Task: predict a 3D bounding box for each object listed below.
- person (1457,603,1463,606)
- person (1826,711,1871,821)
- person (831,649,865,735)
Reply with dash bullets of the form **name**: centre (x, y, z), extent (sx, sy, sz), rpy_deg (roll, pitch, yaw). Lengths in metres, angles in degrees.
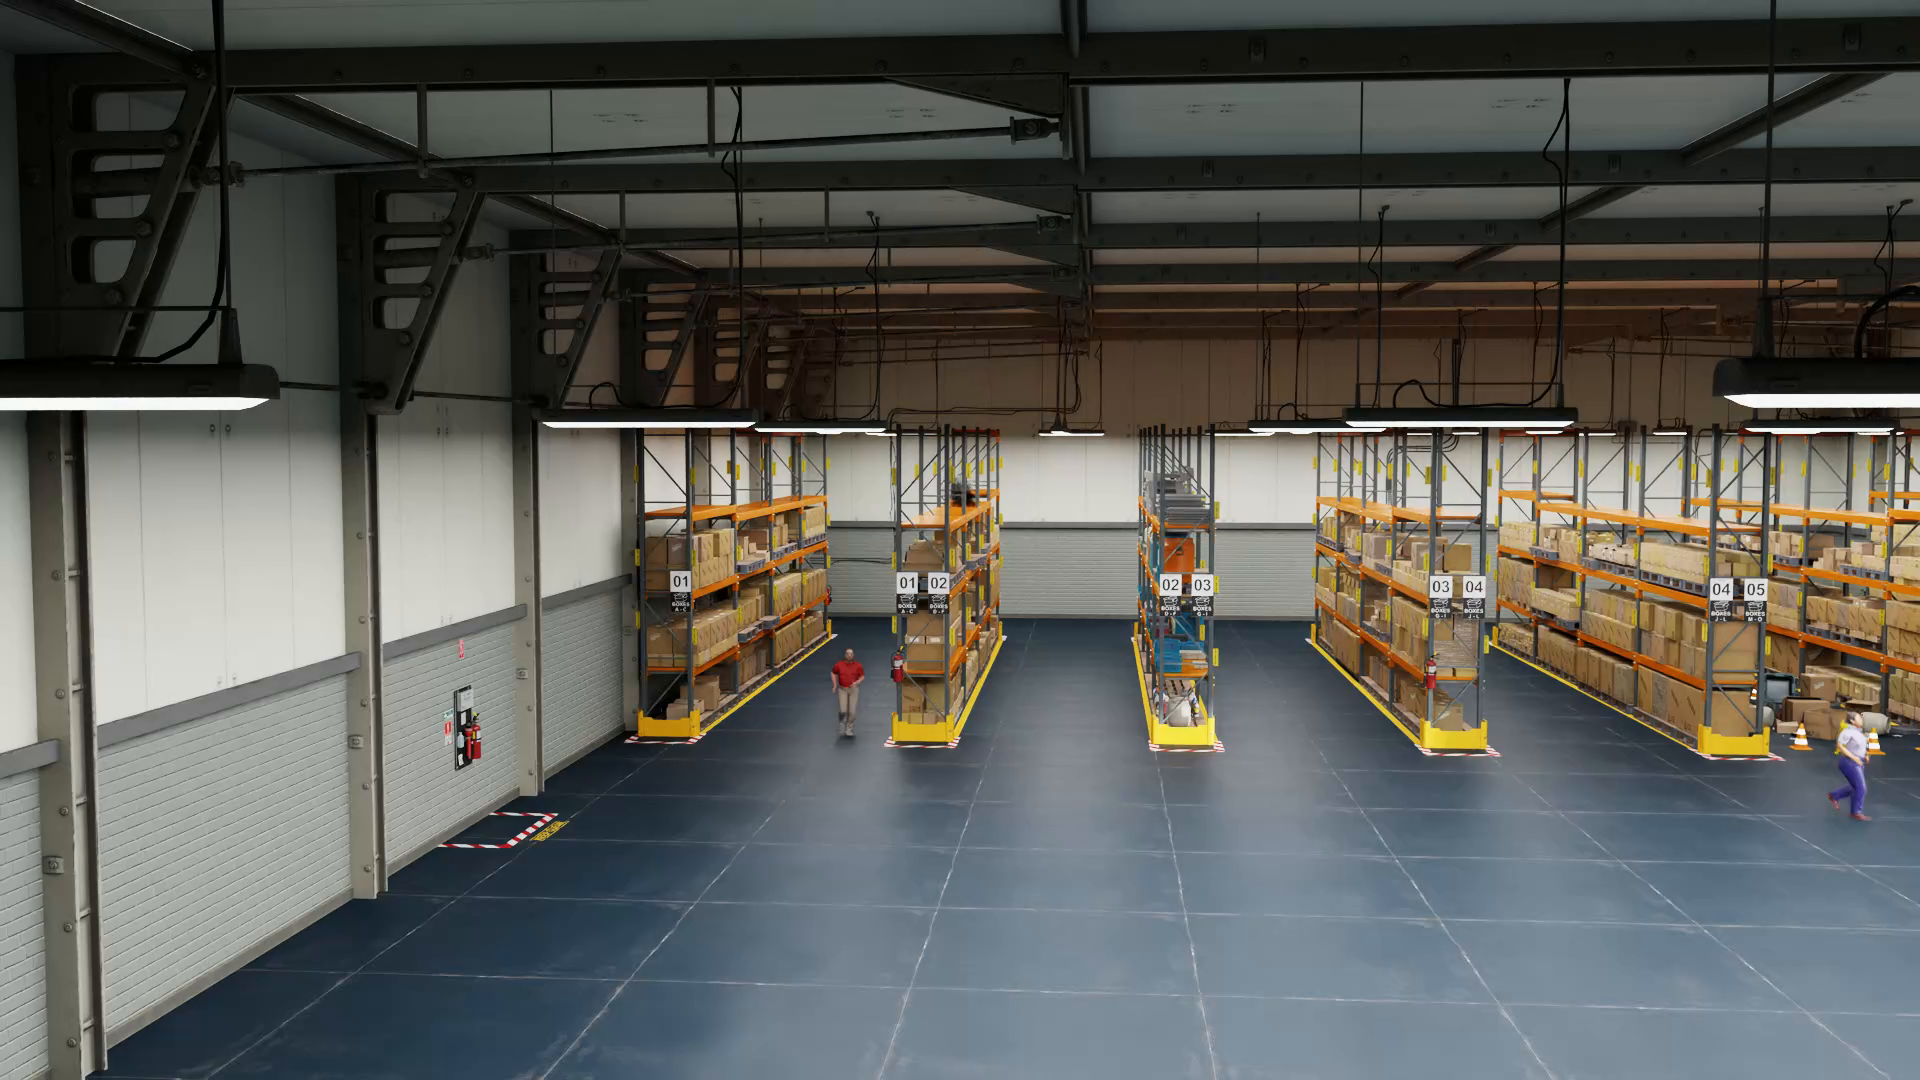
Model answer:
- **person**: centre (13.613, 2.132, 46.129), extent (0.663, 1.515, 0.536), rpy_deg (1, 4, 19)
- **person**: centre (13.420, 3.393, 25.118), extent (0.659, 1.629, 0.614), rpy_deg (3, 5, 43)
- **person**: centre (-2.149, 2.931, 31.973), extent (0.648, 1.679, 0.580), rpy_deg (0, 3, -6)
